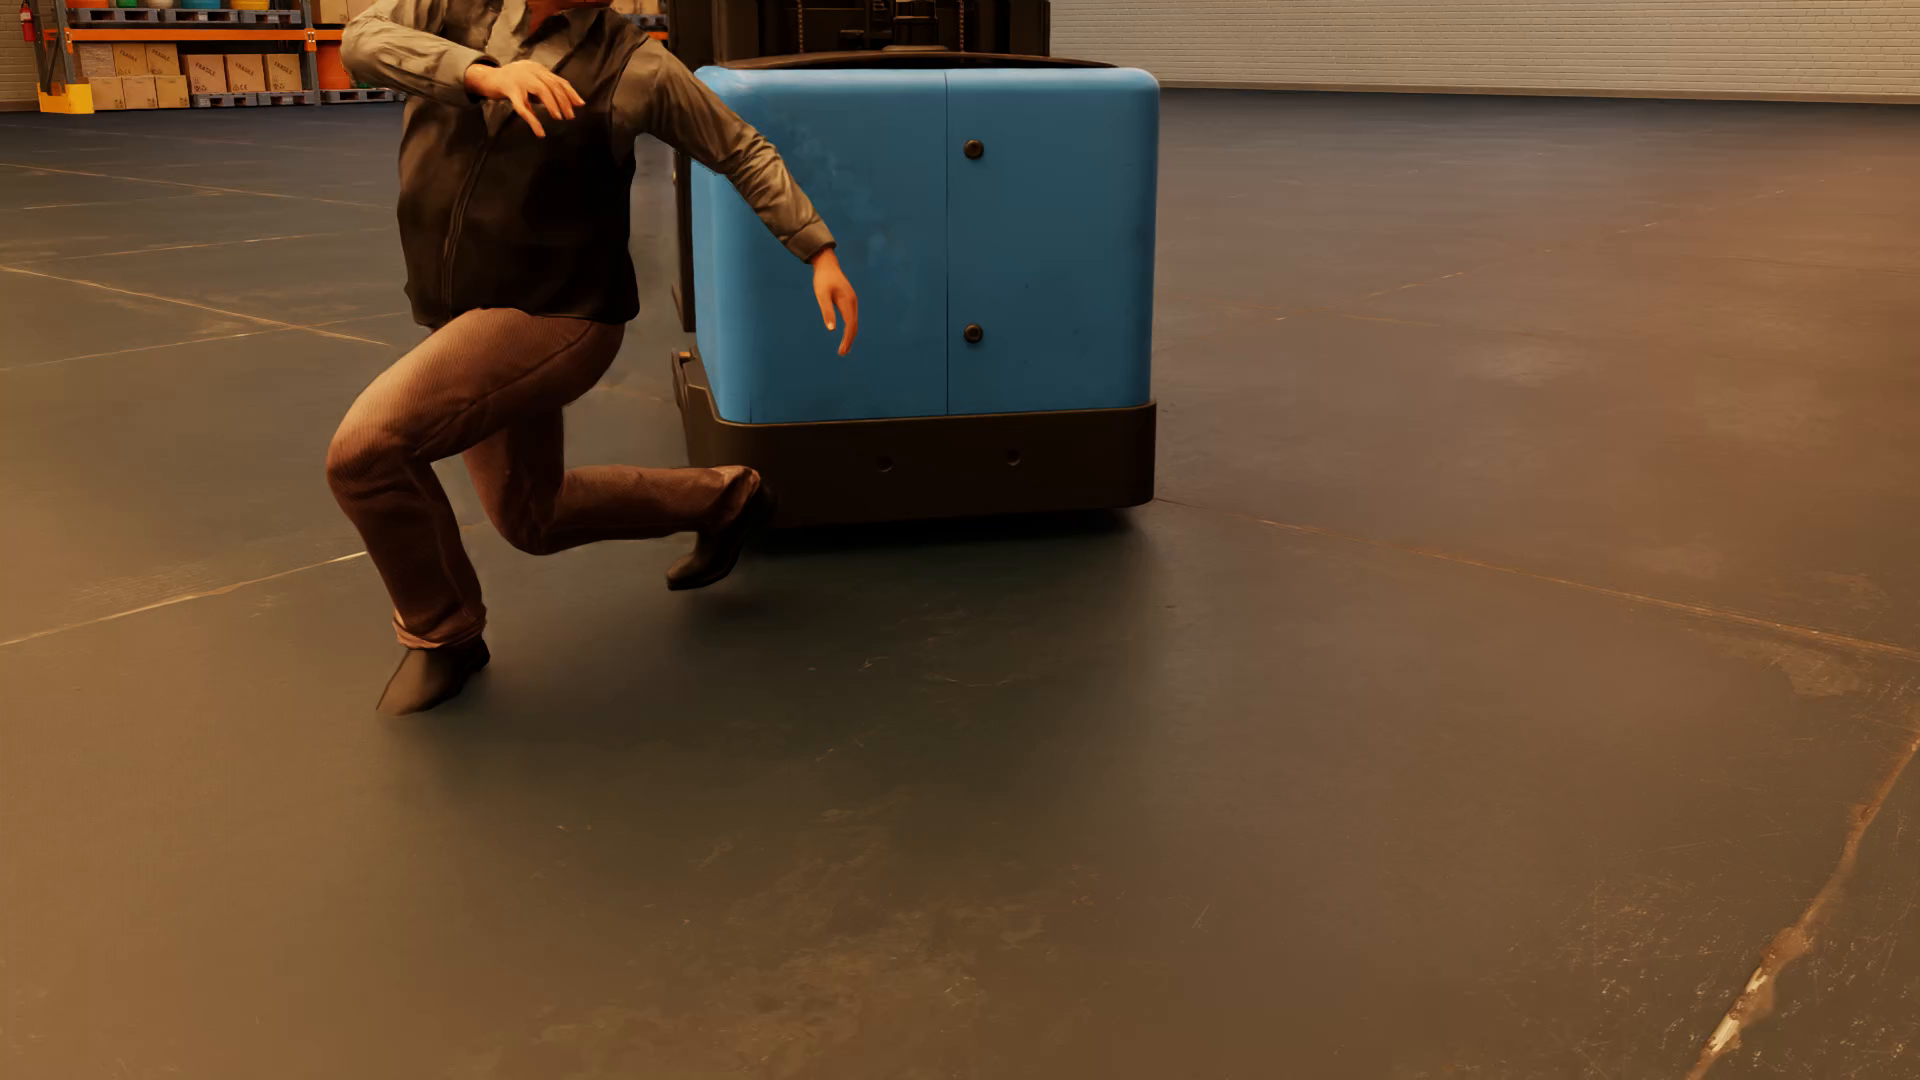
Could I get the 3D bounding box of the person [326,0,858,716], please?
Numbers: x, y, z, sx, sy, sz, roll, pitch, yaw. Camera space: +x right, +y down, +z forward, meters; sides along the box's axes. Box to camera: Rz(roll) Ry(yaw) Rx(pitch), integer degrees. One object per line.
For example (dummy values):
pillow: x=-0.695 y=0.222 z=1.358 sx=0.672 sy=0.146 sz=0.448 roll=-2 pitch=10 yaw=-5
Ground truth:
person: x=-0.677 y=-0.450 z=3.018 sx=0.730 sy=1.489 sz=0.956 roll=11 pitch=20 yaw=32

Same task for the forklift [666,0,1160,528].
forklift: x=-0.333 y=-1.815 z=4.876 sx=1.130 sy=2.935 sz=3.031 roll=-3 pitch=17 yaw=-11
